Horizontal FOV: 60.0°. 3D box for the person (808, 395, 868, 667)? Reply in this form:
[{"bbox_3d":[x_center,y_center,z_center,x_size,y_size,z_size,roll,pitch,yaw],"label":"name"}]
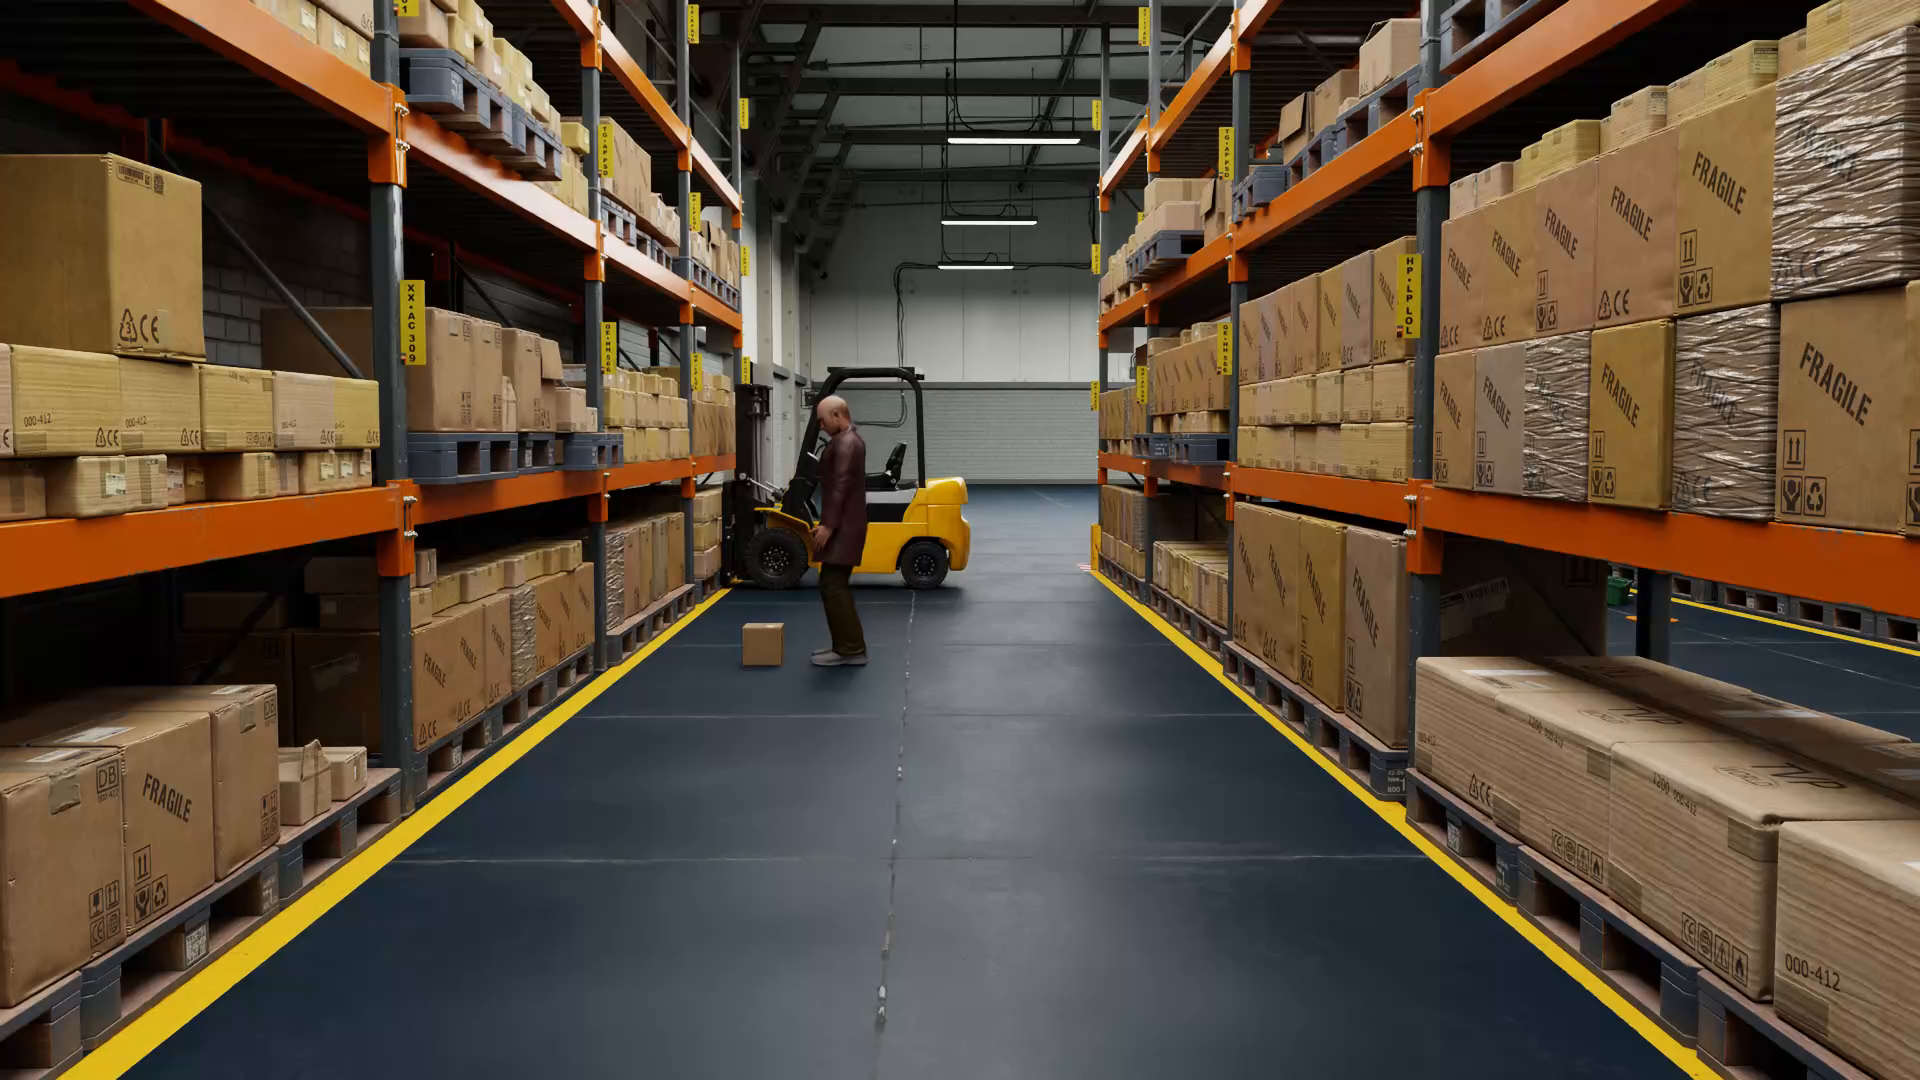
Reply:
[{"bbox_3d":[-0.796,-0.060,10.881,0.386,1.756,0.572,0,4,0],"label":"person"}]
